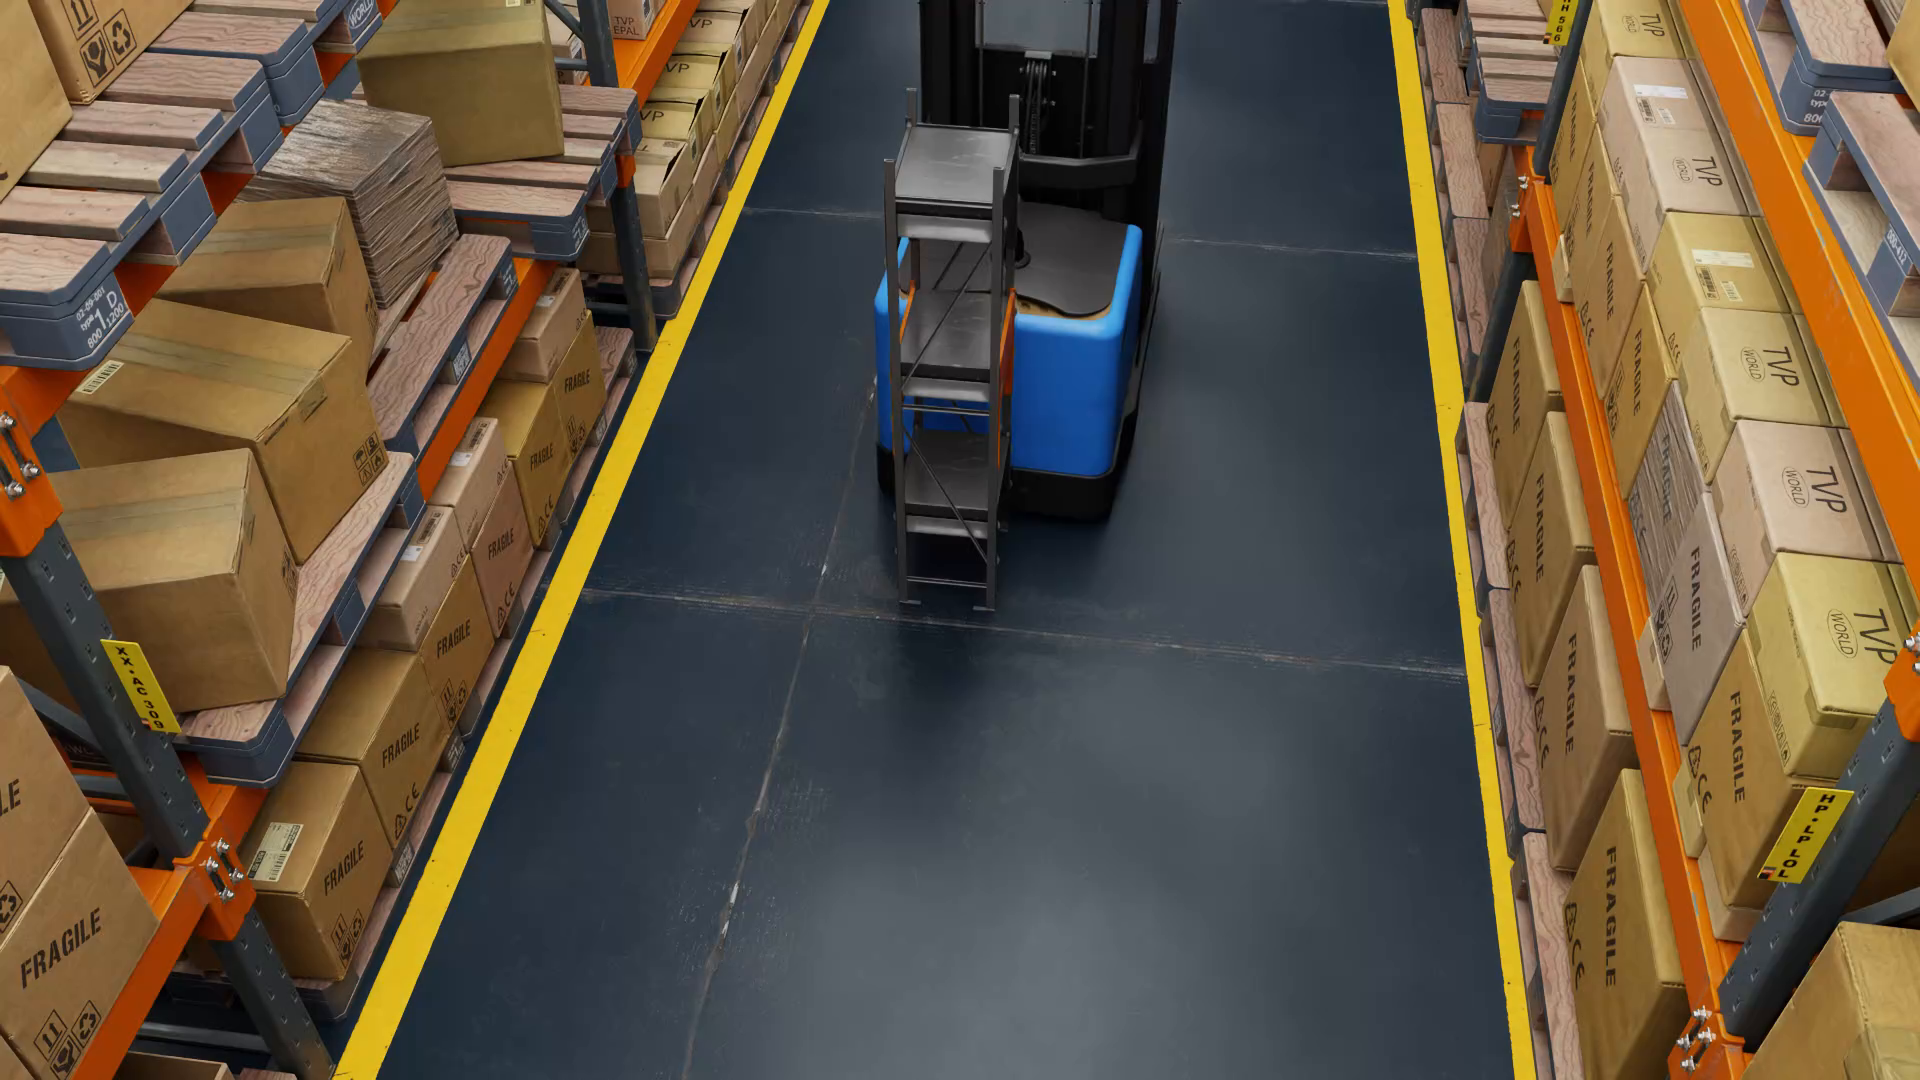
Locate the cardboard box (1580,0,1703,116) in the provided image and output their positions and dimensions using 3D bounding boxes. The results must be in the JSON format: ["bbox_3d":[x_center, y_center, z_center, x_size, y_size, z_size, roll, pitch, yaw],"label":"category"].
[{"bbox_3d":[2.582,-1.767,6.085,0.500,0.250,0.500,6,44,7],"label":"cardboard box"}]

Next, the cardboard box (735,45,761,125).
[{"bbox_3d":[-1.453,-2.627,9.538,0.500,0.250,0.500,6,44,6],"label":"cardboard box"}]

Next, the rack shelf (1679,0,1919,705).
[{"bbox_3d":[2.637,-1.113,4.586,1.077,0.370,4.000,5,44,6],"label":"rack shelf"}]

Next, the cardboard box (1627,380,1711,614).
[{"bbox_3d":[2.316,-0.102,4.872,0.500,0.500,0.500,5,44,6],"label":"cardboard box"}]

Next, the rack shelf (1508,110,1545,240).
[{"bbox_3d":[3.165,-2.750,8.496,1.077,0.370,4.000,5,44,6],"label":"rack shelf"}]

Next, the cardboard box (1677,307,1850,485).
[{"bbox_3d":[2.325,-0.383,4.624,0.500,0.250,0.500,6,44,6],"label":"cardboard box"}]

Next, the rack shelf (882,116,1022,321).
[{"bbox_3d":[-0.022,-1.148,5.937,0.431,0.518,0.480,5,44,6],"label":"rack shelf"}]

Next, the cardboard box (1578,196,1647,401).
[{"bbox_3d":[2.438,-0.798,5.608,0.500,0.500,0.500,5,44,5],"label":"cardboard box"}]

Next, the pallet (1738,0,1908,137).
[{"bbox_3d":[2.724,-1.463,4.569,1.003,0.211,1.213,7,44,7],"label":"pallet"}]

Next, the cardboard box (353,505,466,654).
[{"bbox_3d":[-2.101,0.117,5.898,0.500,0.250,0.500,5,44,6],"label":"cardboard box"}]

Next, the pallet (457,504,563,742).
[{"bbox_3d":[-2.310,0.251,6.832,1.003,0.211,1.213,5,44,6],"label":"pallet"}]

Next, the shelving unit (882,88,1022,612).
[{"bbox_3d":[-0.022,-0.650,6.409,0.431,2.100,0.503,5,44,6],"label":"shelving unit"}]

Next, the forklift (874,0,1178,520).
[{"bbox_3d":[0.417,-2.178,7.418,1.130,2.935,3.031,8,44,8],"label":"forklift"}]

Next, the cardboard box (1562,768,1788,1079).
[{"bbox_3d":[2.329,1.251,5.005,0.750,0.750,0.750,6,44,6],"label":"cardboard box"}]

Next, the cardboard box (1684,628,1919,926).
[{"bbox_3d":[2.183,0.589,4.143,0.500,0.500,0.500,5,44,5],"label":"cardboard box"}]

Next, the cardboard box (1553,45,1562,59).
[{"bbox_3d":[2.953,-2.166,6.963,0.700,0.500,0.500,1,43,1],"label":"cardboard box"}]

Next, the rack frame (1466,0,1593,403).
[{"bbox_3d":[2.901,-1.648,6.809,1.000,3.000,0.127,5,44,6],"label":"rack frame"}]

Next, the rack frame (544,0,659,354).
[{"bbox_3d":[-2.010,-2.096,7.282,1.000,3.000,0.127,5,44,6],"label":"rack frame"}]

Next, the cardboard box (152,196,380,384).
[{"bbox_3d":[-2.366,-0.769,5.502,0.700,0.500,0.500,-5,44,-5],"label":"cardboard box"}]

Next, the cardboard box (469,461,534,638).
[{"bbox_3d":[-2.033,0.021,6.544,0.500,0.500,0.500,4,44,4],"label":"cardboard box"}]

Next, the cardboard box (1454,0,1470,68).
[{"bbox_3d":[3.349,-3.123,9.865,0.700,0.500,0.500,7,44,7],"label":"cardboard box"}]

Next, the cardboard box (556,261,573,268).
[{"bbox_3d":[-2.182,-1.631,8.485,0.500,0.250,0.500,6,44,7],"label":"cardboard box"}]

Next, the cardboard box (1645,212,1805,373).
[{"bbox_3d":[2.392,-0.730,4.991,0.500,0.250,0.500,4,44,5],"label":"cardboard box"}]

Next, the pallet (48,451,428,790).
[{"bbox_3d":[-2.325,0.165,5.034,1.003,0.211,1.213,5,44,6],"label":"pallet"}]

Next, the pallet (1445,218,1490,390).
[{"bbox_3d":[3.006,-1.168,8.330,1.003,0.211,1.213,5,44,6],"label":"pallet"}]

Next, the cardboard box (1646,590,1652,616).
[{"bbox_3d":[2.300,0.213,5.012,0.380,0.149,0.250,5,44,6],"label":"cardboard box"}]

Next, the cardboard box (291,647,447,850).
[{"bbox_3d":[-2.174,0.706,5.821,0.500,0.500,0.500,6,44,6],"label":"cardboard box"}]

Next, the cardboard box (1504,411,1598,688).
[{"bbox_3d":[2.552,0.065,6.257,0.750,0.750,0.750,5,44,5],"label":"cardboard box"}]

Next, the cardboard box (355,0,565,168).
[{"bbox_3d":[-1.981,-1.846,6.639,0.700,0.500,0.500,-8,44,-9],"label":"cardboard box"}]

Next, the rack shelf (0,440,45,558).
[{"bbox_3d":[-2.803,1.165,2.180,1.077,0.370,4.000,5,44,6],"label":"rack shelf"}]

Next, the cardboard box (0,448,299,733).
[{"bbox_3d":[-2.254,0.139,4.544,0.700,0.500,0.500,-8,44,-9],"label":"cardboard box"}]

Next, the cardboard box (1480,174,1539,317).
[{"bbox_3d":[2.944,-1.396,8.041,0.700,0.500,0.500,6,44,6],"label":"cardboard box"}]

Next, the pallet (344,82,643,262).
[{"bbox_3d":[-2.030,-1.558,6.853,1.213,0.211,1.003,5,44,6],"label":"pallet"}]

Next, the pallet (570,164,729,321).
[{"bbox_3d":[-1.862,-1.641,8.830,1.003,0.211,1.213,5,44,6],"label":"pallet"}]

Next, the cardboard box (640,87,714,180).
[{"bbox_3d":[-1.588,-2.143,8.618,0.500,0.311,0.500,4,44,4],"label":"cardboard box"}]

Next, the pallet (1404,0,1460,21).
[{"bbox_3d":[3.484,-3.823,11.134,1.003,0.211,1.213,5,44,6],"label":"pallet"}]

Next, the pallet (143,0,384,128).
[{"bbox_3d":[-2.249,-1.536,4.646,1.213,0.211,1.003,5,44,6],"label":"pallet"}]

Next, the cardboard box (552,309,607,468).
[{"bbox_3d":[-1.901,-0.689,7.295,0.500,0.500,0.500,7,44,7],"label":"cardboard box"}]

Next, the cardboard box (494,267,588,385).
[{"bbox_3d":[-1.904,-0.923,6.996,0.500,0.250,0.500,7,44,7],"label":"cardboard box"}]

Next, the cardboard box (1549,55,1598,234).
[{"bbox_3d":[2.583,-1.492,6.341,0.500,0.500,0.500,6,44,7],"label":"cardboard box"}]

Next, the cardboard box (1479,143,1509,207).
[{"bbox_3d":[3.165,-2.078,8.761,0.700,0.500,0.500,5,44,5],"label":"cardboard box"}]

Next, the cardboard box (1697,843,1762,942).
[{"bbox_3d":[2.136,0.905,4.280,0.380,0.149,0.250,6,44,6],"label":"cardboard box"}]

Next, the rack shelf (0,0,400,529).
[{"bbox_3d":[-2.274,-1.561,5.059,1.077,0.370,4.000,5,44,6],"label":"rack shelf"}]

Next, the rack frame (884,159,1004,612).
[{"bbox_3d":[-0.054,-0.483,6.233,0.400,2.100,0.015,5,44,6],"label":"rack frame"}]

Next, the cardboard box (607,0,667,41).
[{"bbox_3d":[-1.699,-2.656,7.938,0.500,0.311,0.500,5,44,5],"label":"cardboard box"}]

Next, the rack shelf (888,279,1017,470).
[{"bbox_3d":[-0.022,-0.640,6.418,0.431,0.518,0.480,5,44,6],"label":"rack shelf"}]

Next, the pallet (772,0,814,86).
[{"bbox_3d":[-1.540,-3.304,10.586,1.003,0.211,1.213,5,44,6],"label":"pallet"}]

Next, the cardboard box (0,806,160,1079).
[{"bbox_3d":[-2.350,0.958,3.984,0.500,0.500,0.500,6,44,6],"label":"cardboard box"}]

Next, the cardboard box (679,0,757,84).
[{"bbox_3d":[-1.451,-2.841,9.355,0.500,0.311,0.500,5,44,5],"label":"cardboard box"}]

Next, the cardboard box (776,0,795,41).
[{"bbox_3d":[-1.317,-3.323,10.272,0.500,0.250,0.500,5,44,5],"label":"cardboard box"}]

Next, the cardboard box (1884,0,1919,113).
[{"bbox_3d":[2.607,-1.183,3.743,0.700,0.500,0.500,4,44,5],"label":"cardboard box"}]

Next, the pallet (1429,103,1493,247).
[{"bbox_3d":[3.170,-1.997,9.206,1.003,0.211,1.213,5,44,6],"label":"pallet"}]

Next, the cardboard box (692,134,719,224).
[{"bbox_3d":[-1.584,-1.923,8.794,0.500,0.250,0.500,4,44,4],"label":"cardboard box"}]

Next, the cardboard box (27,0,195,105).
[{"bbox_3d":[-2.333,-1.479,3.997,0.600,0.600,0.600,5,44,5],"label":"cardboard box"}]

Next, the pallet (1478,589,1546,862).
[{"bbox_3d":[2.558,0.724,6.332,1.003,0.211,1.213,5,44,6],"label":"pallet"}]

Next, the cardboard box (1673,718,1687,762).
[{"bbox_3d":[2.225,0.559,4.646,0.380,0.149,0.250,7,44,7],"label":"cardboard box"}]

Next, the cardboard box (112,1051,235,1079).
[{"bbox_3d":[-2.333,1.792,4.674,0.500,0.500,0.500,5,44,6],"label":"cardboard box"}]

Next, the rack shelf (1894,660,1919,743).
[{"bbox_3d":[2.108,1.613,1.707,1.077,0.370,4.000,5,44,6],"label":"rack shelf"}]

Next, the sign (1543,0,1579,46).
[{"bbox_3d":[2.362,-2.083,6.484,0.100,0.325,0.005,5,44,6],"label":"sign"}]
